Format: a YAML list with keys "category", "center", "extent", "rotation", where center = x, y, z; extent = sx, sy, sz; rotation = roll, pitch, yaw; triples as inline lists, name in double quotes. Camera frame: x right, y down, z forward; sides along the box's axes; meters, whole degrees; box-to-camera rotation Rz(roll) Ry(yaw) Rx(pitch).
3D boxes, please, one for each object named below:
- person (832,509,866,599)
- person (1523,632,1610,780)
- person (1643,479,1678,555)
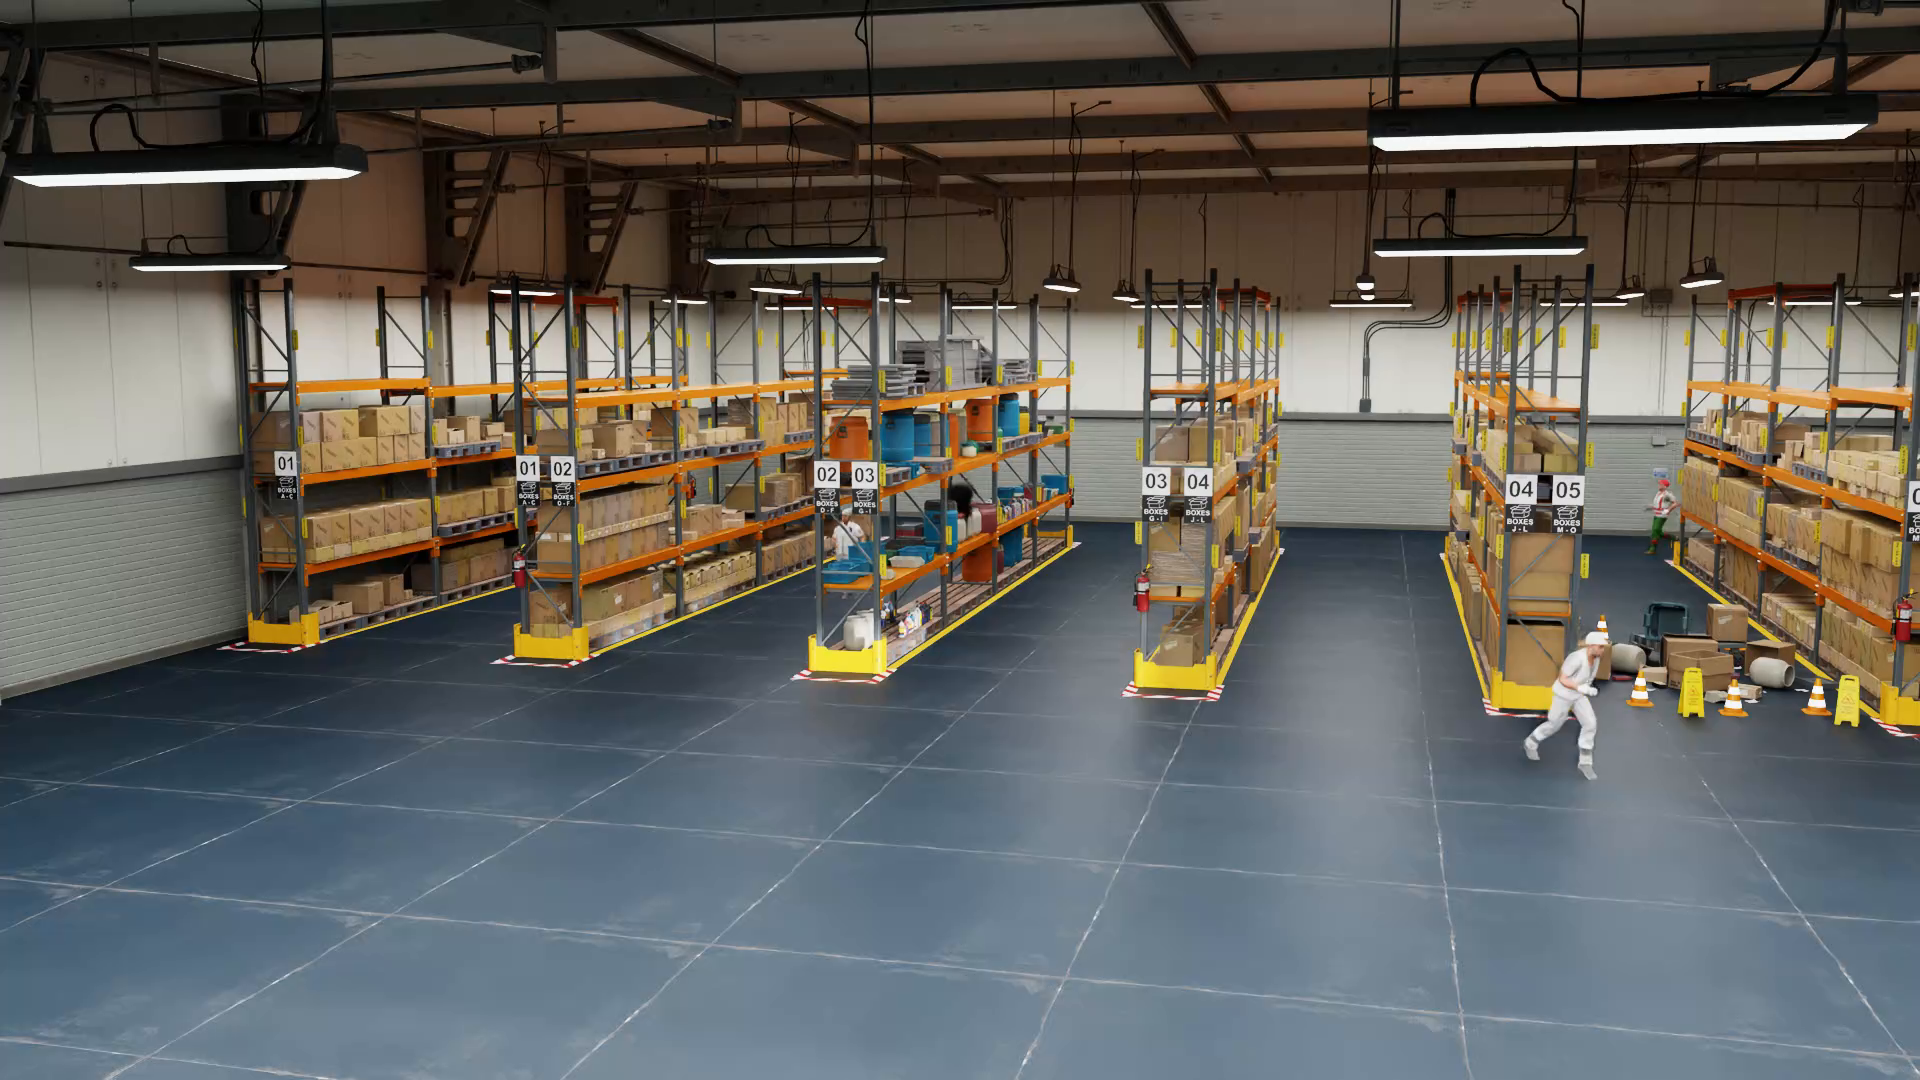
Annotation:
- category: "person"
  center: [-2.087, 0.266, 30.410]
  extent: [0.599, 1.645, 0.531]
  rotation: [3, 7, 20]
- category: "person"
  center: [7.046, 1.872, 19.340]
  extent: [0.704, 1.731, 1.056]
  rotation: [-5, 9, -36]
- category: "person"
  center: [16.478, -0.539, 38.979]
  extent: [0.863, 1.771, 0.657]
  rotation: [0, 7, -4]
